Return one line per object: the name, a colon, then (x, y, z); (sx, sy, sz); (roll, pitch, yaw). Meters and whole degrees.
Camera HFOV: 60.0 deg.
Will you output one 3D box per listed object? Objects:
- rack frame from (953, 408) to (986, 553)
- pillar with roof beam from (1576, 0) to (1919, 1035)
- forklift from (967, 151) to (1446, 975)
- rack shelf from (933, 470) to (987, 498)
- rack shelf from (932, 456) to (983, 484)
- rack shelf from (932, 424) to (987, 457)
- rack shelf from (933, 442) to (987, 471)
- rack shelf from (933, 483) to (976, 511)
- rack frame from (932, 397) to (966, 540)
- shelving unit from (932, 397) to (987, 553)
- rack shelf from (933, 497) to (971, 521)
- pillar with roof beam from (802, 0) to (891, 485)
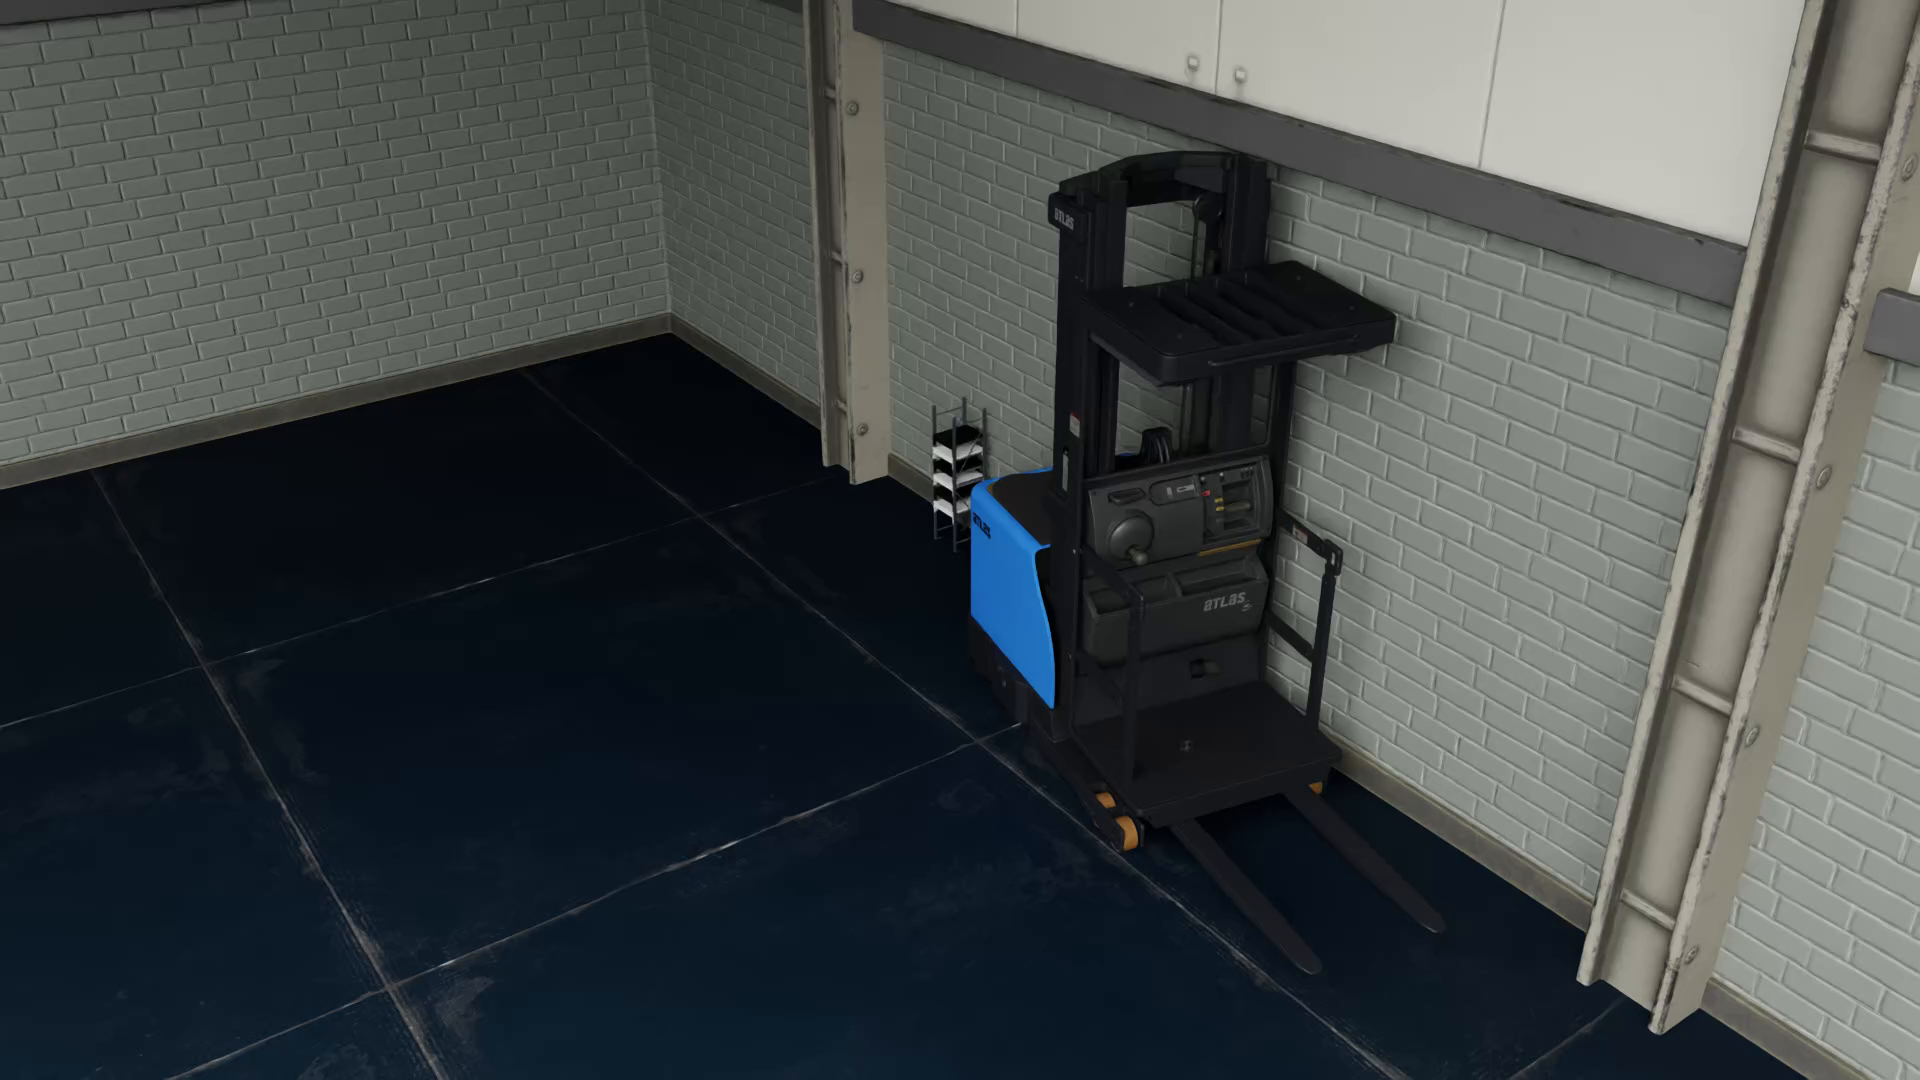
rack frame: (0.057, -0.350, 9.951); (0.240, 0.900, 0.006); (-19, 34, -31)
pillar with roof beam: (-0.714, -0.909, 2.494); (9.100, 9.000, 0.400); (-19, 34, -31)
forklift: (1.093, -0.092, 7.349); (1.130, 2.935, 3.031); (-12, 31, -21)
rack shelf: (-0.003, -0.360, 10.039); (0.258, 0.077, 0.200); (-19, 34, -31)
rack shelf: (-0.003, -0.439, 9.996); (0.258, 0.077, 0.200); (-19, 34, -31)
rack shelf: (-0.003, -0.597, 9.910); (0.258, 0.077, 0.200); (-19, 34, -31)
rack shelf: (-0.003, -0.518, 9.953); (0.258, 0.077, 0.200); (-19, 34, -31)
rack shelf: (-0.002, -0.281, 10.082); (0.258, 0.077, 0.200); (-19, 34, -31)
rack frame: (-0.063, -0.429, 10.095); (0.240, 0.900, 0.006); (-19, 34, -31)
shelving unit: (-0.003, -0.389, 10.023); (0.258, 0.900, 0.210); (-19, 34, -31)
rack shelf: (-0.002, -0.202, 10.125); (0.258, 0.077, 0.200); (-19, 34, -31)
pillar with roof beam: (-4.195, -3.241, 6.789); (9.100, 9.000, 0.400); (-19, 34, -31)
